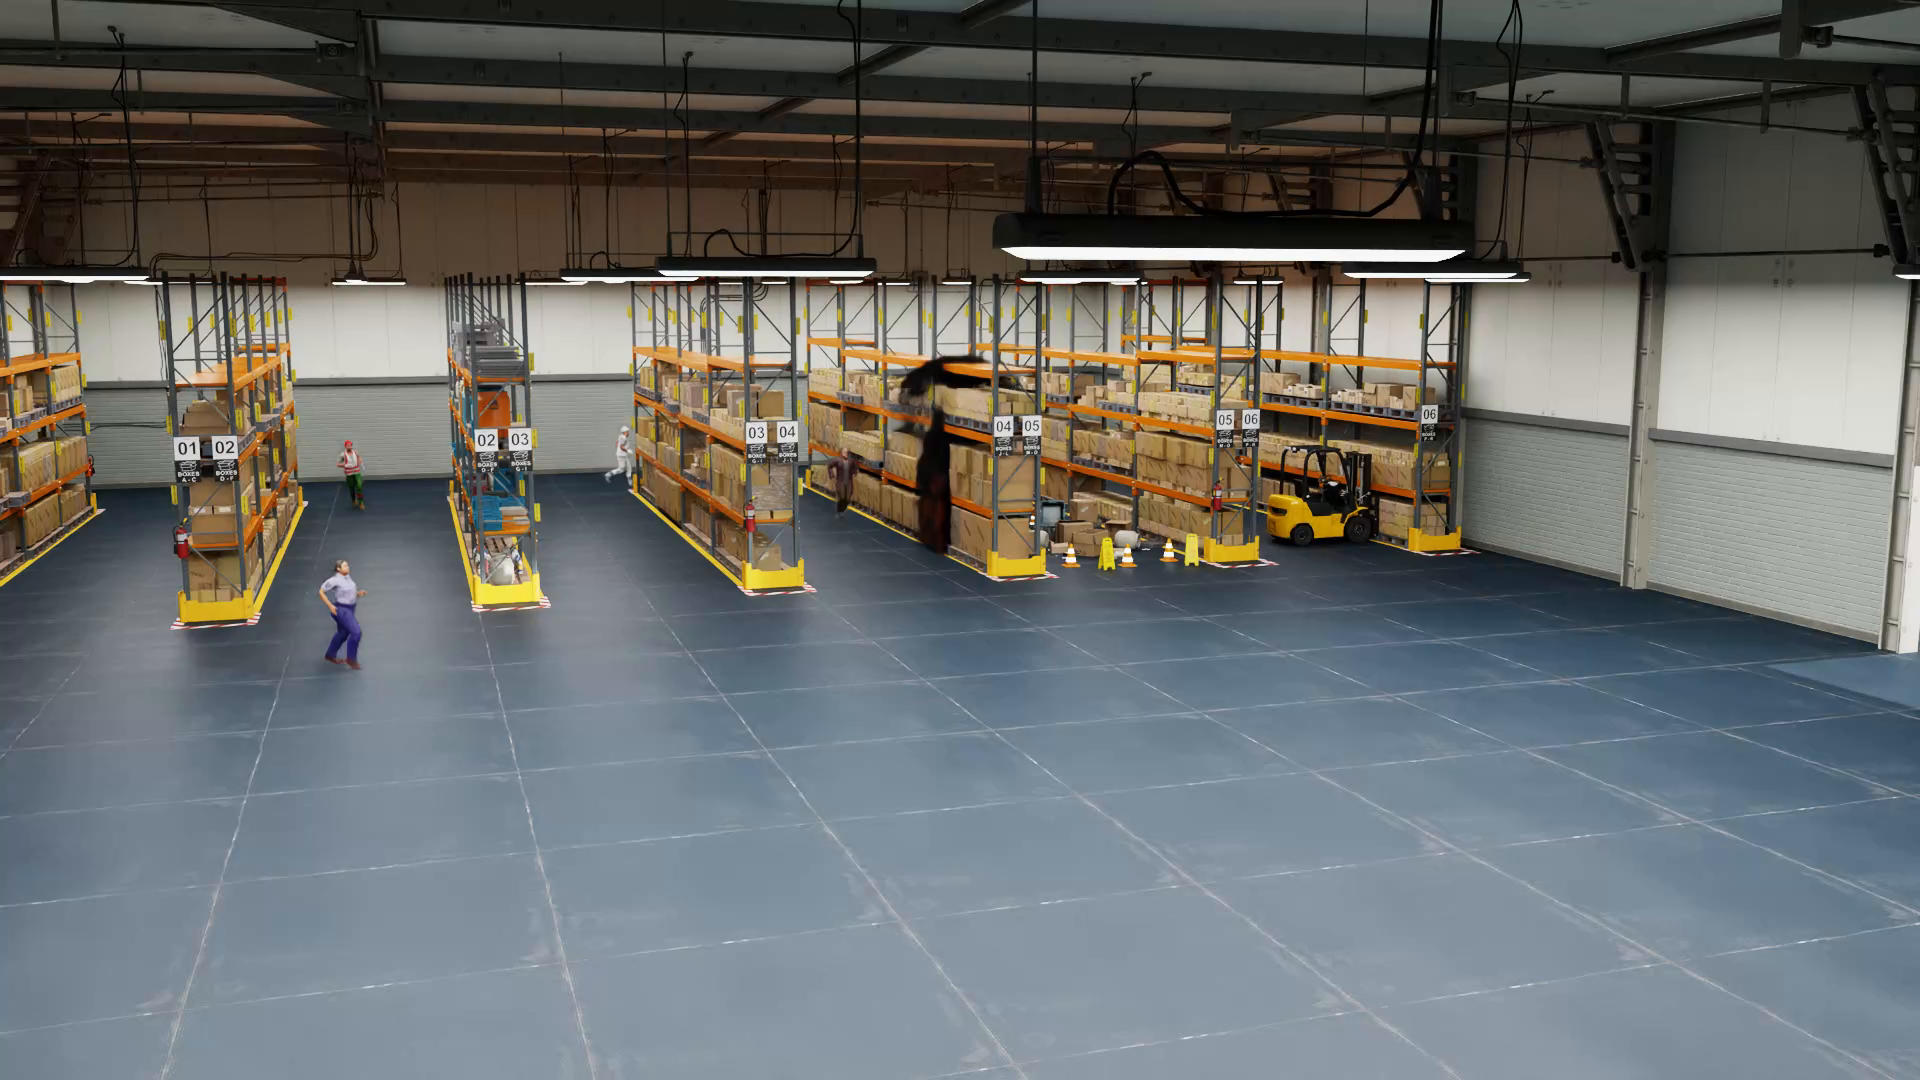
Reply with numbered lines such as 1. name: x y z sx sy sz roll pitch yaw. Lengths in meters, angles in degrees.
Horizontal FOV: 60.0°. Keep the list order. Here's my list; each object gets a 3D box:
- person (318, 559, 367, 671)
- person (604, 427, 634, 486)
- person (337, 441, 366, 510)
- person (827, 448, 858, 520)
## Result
1. person: -9.326 1.144 25.183 0.726 1.698 0.575 0 9 0
2. person: -9.851 -2.416 48.265 1.006 1.754 0.681 -3 9 -18
3. person: -15.886 -1.709 43.373 0.694 1.782 0.970 -5 10 -32
4. person: -2.766 -1.336 39.813 0.711 1.739 0.637 -4 9 -24
